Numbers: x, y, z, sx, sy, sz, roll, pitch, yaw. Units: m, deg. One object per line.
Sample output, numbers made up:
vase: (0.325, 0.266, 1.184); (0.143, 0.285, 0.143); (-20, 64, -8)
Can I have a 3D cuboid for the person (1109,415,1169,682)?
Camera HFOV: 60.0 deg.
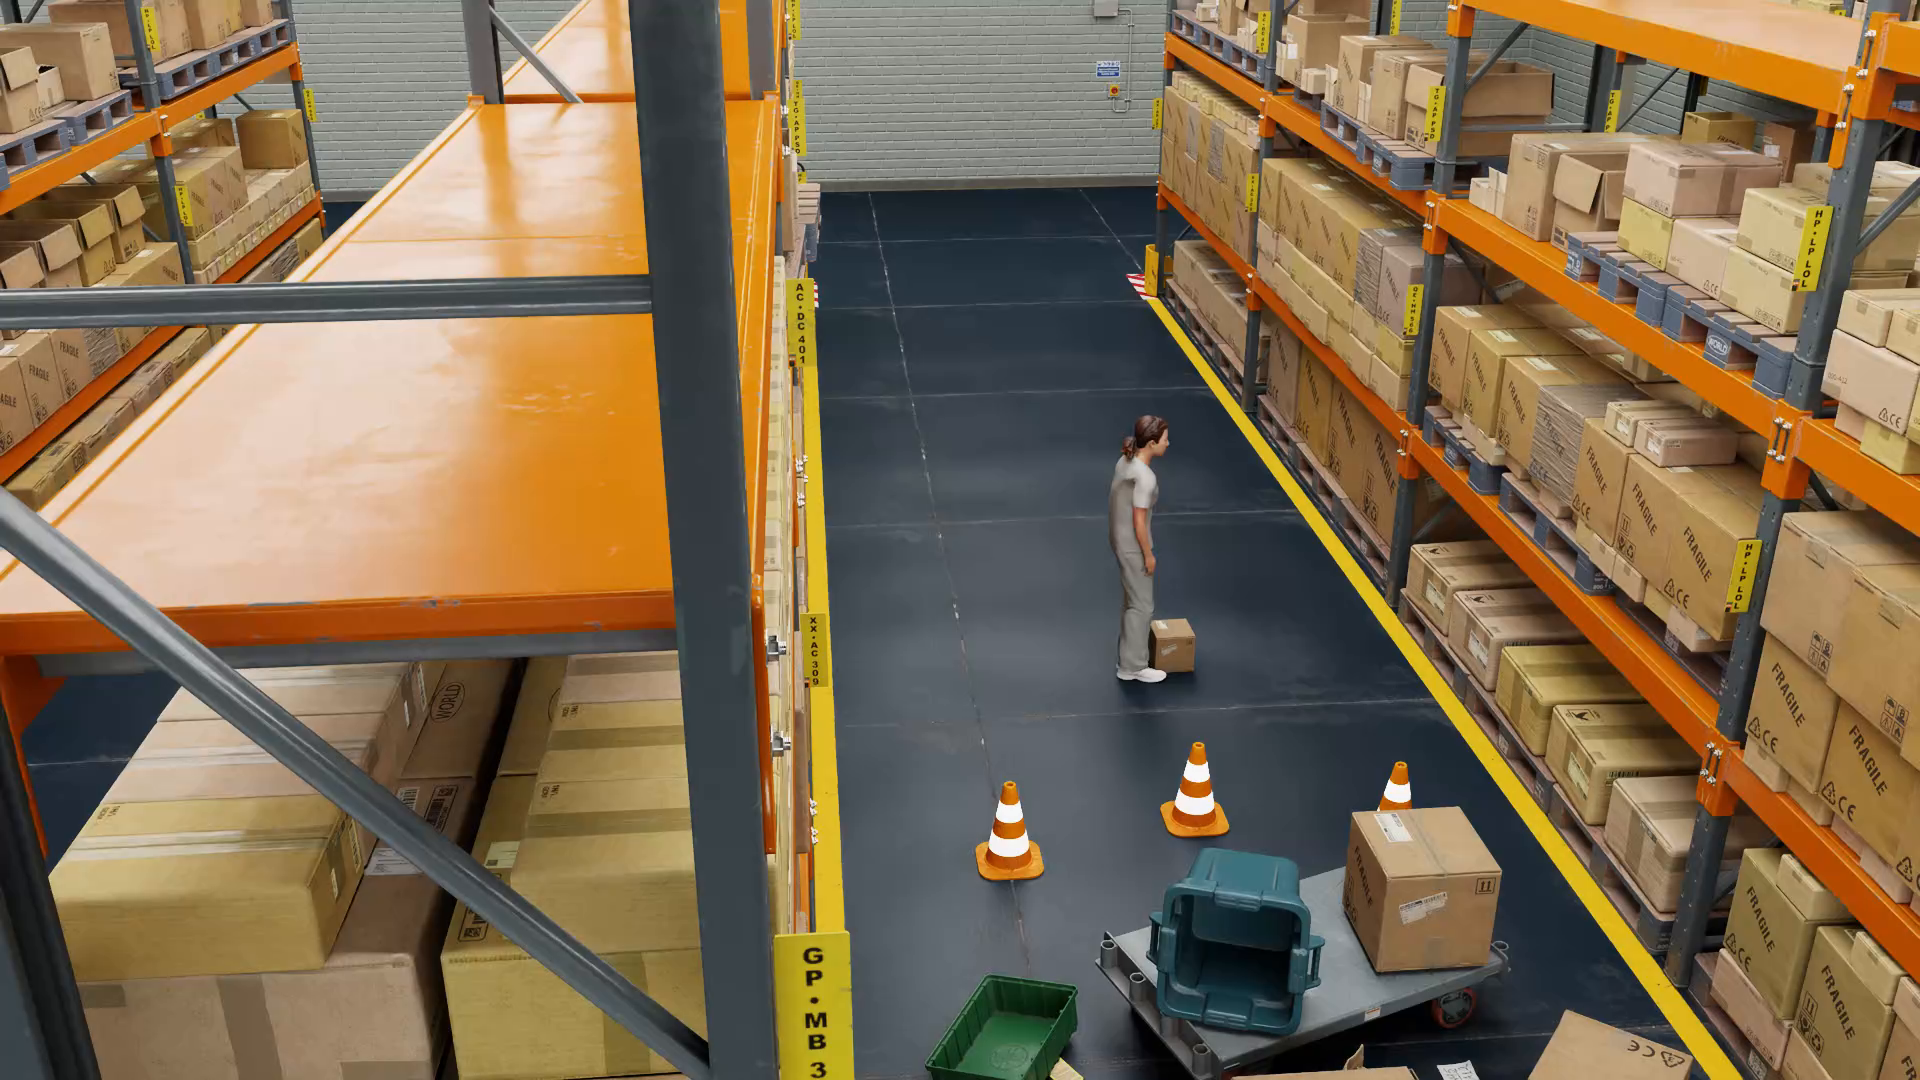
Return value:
person: (1.117, 0.033, 10.234); (0.404, 1.673, 0.489); (-2, 24, -5)
